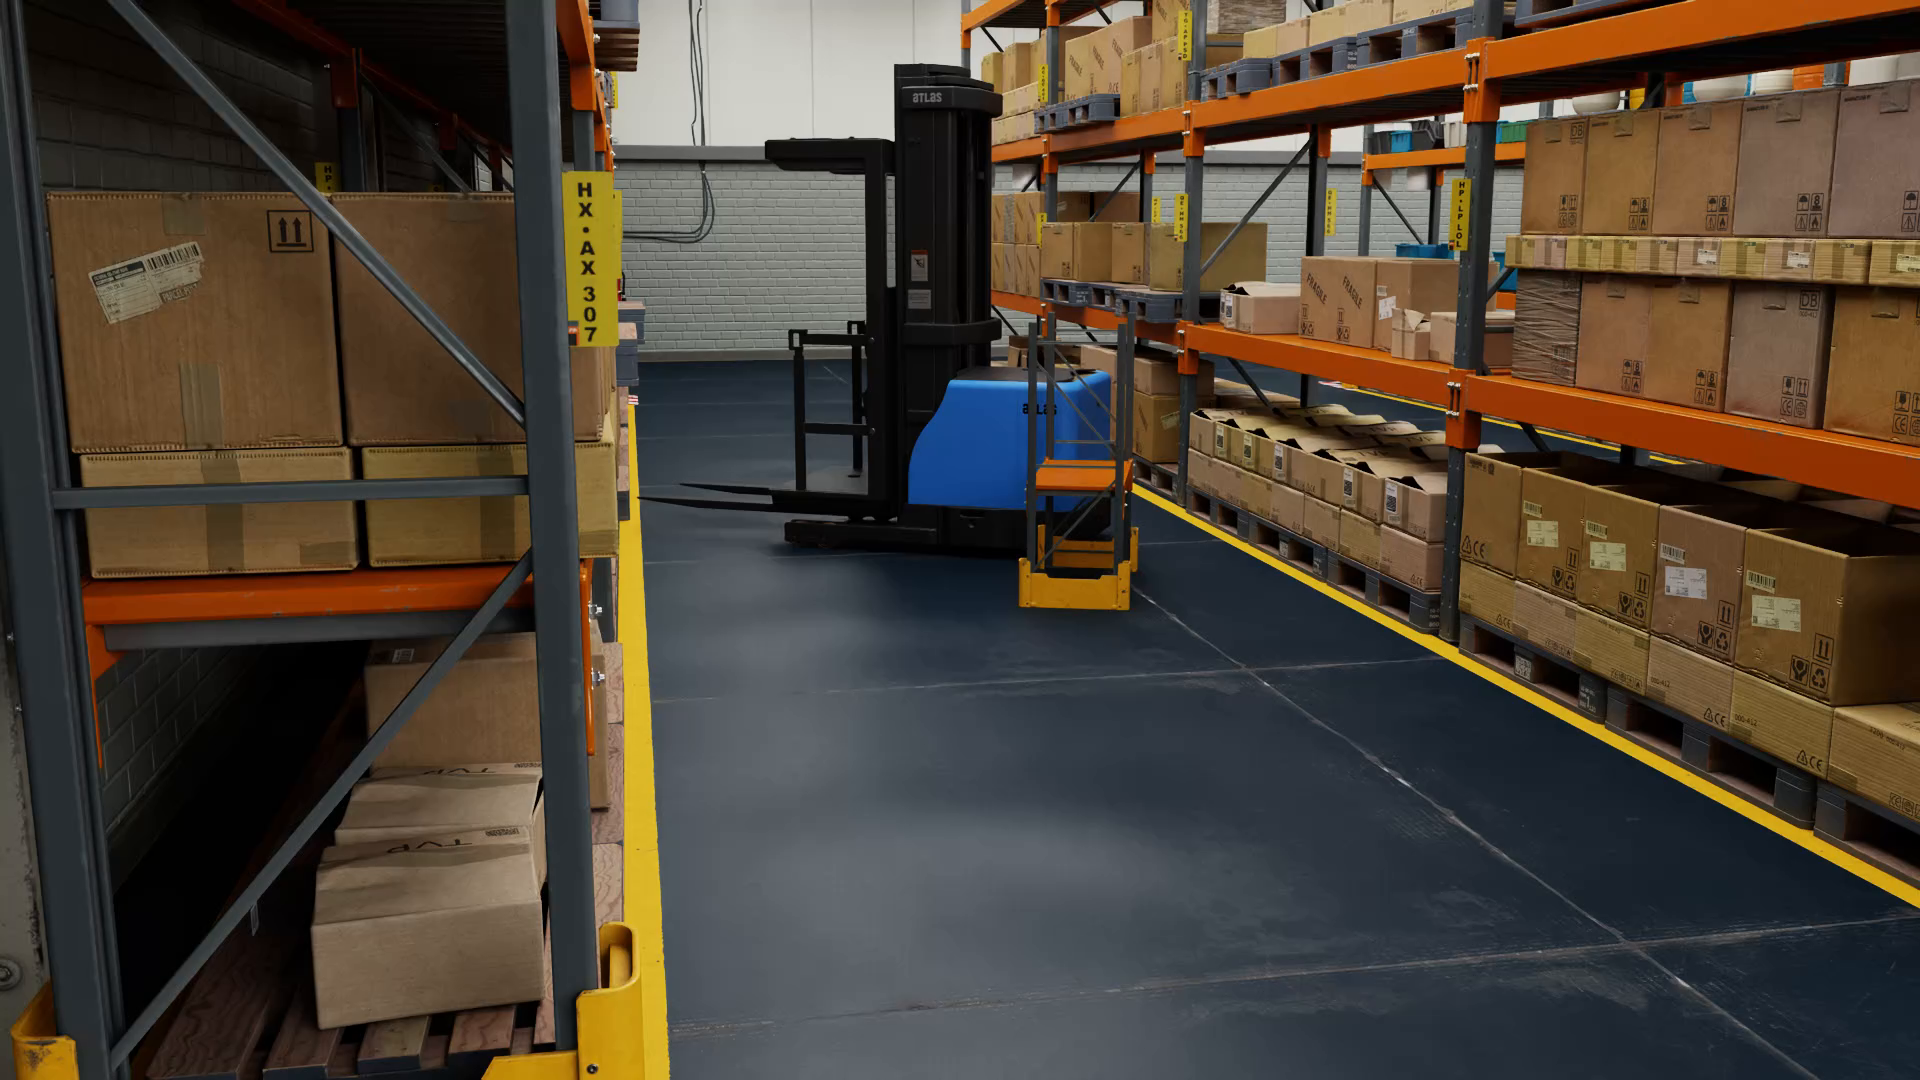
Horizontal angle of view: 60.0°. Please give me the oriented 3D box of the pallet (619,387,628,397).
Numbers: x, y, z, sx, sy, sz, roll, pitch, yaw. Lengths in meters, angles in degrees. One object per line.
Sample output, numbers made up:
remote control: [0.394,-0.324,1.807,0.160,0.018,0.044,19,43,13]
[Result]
pallet: [-4.111,-1.504,18.035,1.003,0.211,1.213,-2,11,-11]

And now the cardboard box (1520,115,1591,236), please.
cardboard box: [2.941,-1.603,7.360,0.700,0.500,0.500,-2,11,-11]

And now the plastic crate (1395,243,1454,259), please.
plastic crate: [5.622,-3.370,20.127,0.616,0.435,0.499,-2,11,-11]

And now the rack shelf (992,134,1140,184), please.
rack shelf: [0.904,-3.952,17.339,1.077,0.370,4.000,-2,11,-11]

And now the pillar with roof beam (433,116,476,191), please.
pillar with roof beam: [-0.328,-5.485,15.446,9.100,9.000,0.400,-2,11,-11]

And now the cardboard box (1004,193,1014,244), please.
cardboard box: [0.740,-3.275,16.939,0.500,0.500,0.500,-2,11,-11]

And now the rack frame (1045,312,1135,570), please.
rack frame: [0.751,-0.566,9.658,0.500,1.500,0.032,2,11,8]

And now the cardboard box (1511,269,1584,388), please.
cardboard box: [2.941,-0.966,7.481,0.700,0.500,0.500,-2,11,-12]

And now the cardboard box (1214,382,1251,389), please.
cardboard box: [2.062,-1.001,13.444,0.500,0.500,0.500,-2,11,-12]

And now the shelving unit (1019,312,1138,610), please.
shelving unit: [0.678,-0.473,9.173,0.587,1.500,1.083,2,11,8]

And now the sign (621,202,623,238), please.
sign: [-3.035,-2.836,14.688,0.100,0.325,0.005,-2,11,-11]

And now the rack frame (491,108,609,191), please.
rack frame: [-3.566,-2.284,14.675,1.000,3.000,0.127,-2,11,-11]

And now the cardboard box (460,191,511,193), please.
cardboard box: [-3.130,-2.198,11.099,0.500,0.250,0.500,-2,11,-9]

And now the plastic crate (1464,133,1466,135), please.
plastic crate: [5.531,-4.208,17.465,0.293,0.136,0.466,-2,11,-11]

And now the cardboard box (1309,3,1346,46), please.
cardboard box: [2.434,-3.056,9.984,0.500,0.250,0.500,-2,11,-12]

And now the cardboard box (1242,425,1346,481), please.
cardboard box: [2.092,-0.566,10.379,0.500,0.311,0.500,-2,11,-13]

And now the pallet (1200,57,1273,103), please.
pallet: [2.290,-2.991,10.871,1.213,0.211,1.003,-2,11,-8]

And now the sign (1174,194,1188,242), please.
sign: [1.540,-2.240,11.557,0.100,0.325,0.005,-2,11,-11]

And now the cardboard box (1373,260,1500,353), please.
cardboard box: [2.613,-1.285,9.158,0.500,0.500,0.500,-1,11,-7]

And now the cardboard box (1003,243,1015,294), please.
cardboard box: [0.740,-2.785,17.040,0.500,0.500,0.500,-2,11,-10]

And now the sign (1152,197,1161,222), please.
sign: [1.836,-3.055,15.627,0.100,0.325,0.005,-2,11,-11]

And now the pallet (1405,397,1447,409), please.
pallet: [5.730,-1.632,18.708,1.003,0.211,1.213,-2,11,-11]

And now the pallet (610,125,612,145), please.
pallet: [-4.189,-4.312,17.545,1.003,0.211,1.213,-2,11,-11]

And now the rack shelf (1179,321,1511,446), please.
rack shelf: [2.460,-1.011,9.911,1.077,0.370,4.000,-2,11,-11]

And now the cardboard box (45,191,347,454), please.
cardboard box: [-1.532,-0.467,3.468,0.500,0.500,0.500,-2,11,-12]

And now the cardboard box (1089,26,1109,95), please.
cardboard box: [1.471,-4.026,14.148,0.600,0.600,0.600,-2,11,-12]

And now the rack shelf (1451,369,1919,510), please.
rack shelf: [3.238,-0.278,6.057,1.077,0.370,4.000,-2,11,-11]

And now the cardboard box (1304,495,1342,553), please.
cardboard box: [2.287,-0.106,9.459,0.500,0.250,0.500,-2,11,-10]

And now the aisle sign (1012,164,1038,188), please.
aisle sign: [0.802,-4.499,19.361,0.394,0.787,0.004,-2,11,-11]

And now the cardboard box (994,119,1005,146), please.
cardboard box: [0.652,-4.220,17.223,0.500,0.250,0.500,-2,11,-11]

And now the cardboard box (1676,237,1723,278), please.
cardboard box: [2.965,-1.073,6.310,0.380,0.149,0.250,-2,11,-13]

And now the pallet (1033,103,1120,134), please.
pallet: [1.351,-3.724,14.721,1.213,0.211,1.003,-2,11,-11]

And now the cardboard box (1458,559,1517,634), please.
cardboard box: [2.641,0.243,7.630,0.500,0.250,0.500,-2,11,-11]

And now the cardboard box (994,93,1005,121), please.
cardboard box: [0.646,-4.465,17.176,0.500,0.250,0.500,-2,11,-11]

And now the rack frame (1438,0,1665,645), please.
rack frame: [2.849,-0.998,7.917,1.000,3.000,0.127,-2,11,-11]

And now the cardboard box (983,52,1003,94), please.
cardboard box: [0.645,-5.024,18.107,0.700,0.500,0.500,-2,11,-11]

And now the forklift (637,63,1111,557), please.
forklift: [-0.594,-1.475,10.609,3.031,2.935,1.130,3,11,17]

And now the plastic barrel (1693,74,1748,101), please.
plastic barrel: [6.437,-3.977,14.061,0.433,0.535,0.433,0,11,0]

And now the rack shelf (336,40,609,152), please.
rack shelf: [-2.399,-2.304,8.680,1.077,0.370,4.000,-2,11,-11]

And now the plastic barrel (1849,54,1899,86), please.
plastic barrel: [6.690,-3.371,12.065,0.421,0.512,0.421,0,11,0]

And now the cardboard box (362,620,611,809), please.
cardboard box: [-1.483,0.557,5.254,0.700,0.500,0.500,-3,11,-15]

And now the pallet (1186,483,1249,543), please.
pallet: [2.192,-0.209,11.231,1.003,0.211,1.213,-2,11,-11]

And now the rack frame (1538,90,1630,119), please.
rack frame: [6.152,-5.592,16.007,1.000,3.000,0.127,-2,11,-11]

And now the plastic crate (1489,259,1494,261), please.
plastic crate: [6.036,-2.903,18.080,0.437,0.282,0.530,-2,11,-11]

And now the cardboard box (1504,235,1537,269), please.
cardboard box: [2.711,-1.309,7.551,0.380,0.149,0.250,-2,11,-11]

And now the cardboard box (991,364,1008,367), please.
cardboard box: [0.537,-1.771,18.154,0.500,0.250,0.500,-2,11,-11]

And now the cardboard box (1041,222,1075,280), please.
cardboard box: [1.165,-2.625,15.078,0.700,0.500,0.500,-6,12,-30]

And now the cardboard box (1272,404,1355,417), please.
cardboard box: [2.414,-0.775,11.479,0.500,0.311,0.500,-2,11,-10]

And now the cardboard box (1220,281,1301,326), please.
cardboard box: [2.098,-1.619,11.420,0.500,0.311,0.500,-1,11,-7]

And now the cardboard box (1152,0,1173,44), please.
cardboard box: [1.794,-4.013,12.792,0.500,0.500,0.500,-2,11,-11]

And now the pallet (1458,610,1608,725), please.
pallet: [2.962,0.519,7.403,1.003,0.211,1.213,-2,11,-11]

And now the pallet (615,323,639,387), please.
pallet: [-2.016,-0.868,7.749,1.003,0.211,1.213,-2,11,-11]

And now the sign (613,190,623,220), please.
sign: [-3.809,-3.720,18.490,0.100,0.325,0.005,-2,11,-11]

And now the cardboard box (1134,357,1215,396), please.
cardboard box: [1.643,-1.261,12.803,0.500,0.250,0.500,-2,11,-9]

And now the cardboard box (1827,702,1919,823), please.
cardboard box: [3.123,0.701,5.220,0.500,0.250,0.500,-2,11,-11]

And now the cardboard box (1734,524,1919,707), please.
cardboard box: [3.021,0.241,5.631,0.500,0.500,0.500,-2,11,-11]
